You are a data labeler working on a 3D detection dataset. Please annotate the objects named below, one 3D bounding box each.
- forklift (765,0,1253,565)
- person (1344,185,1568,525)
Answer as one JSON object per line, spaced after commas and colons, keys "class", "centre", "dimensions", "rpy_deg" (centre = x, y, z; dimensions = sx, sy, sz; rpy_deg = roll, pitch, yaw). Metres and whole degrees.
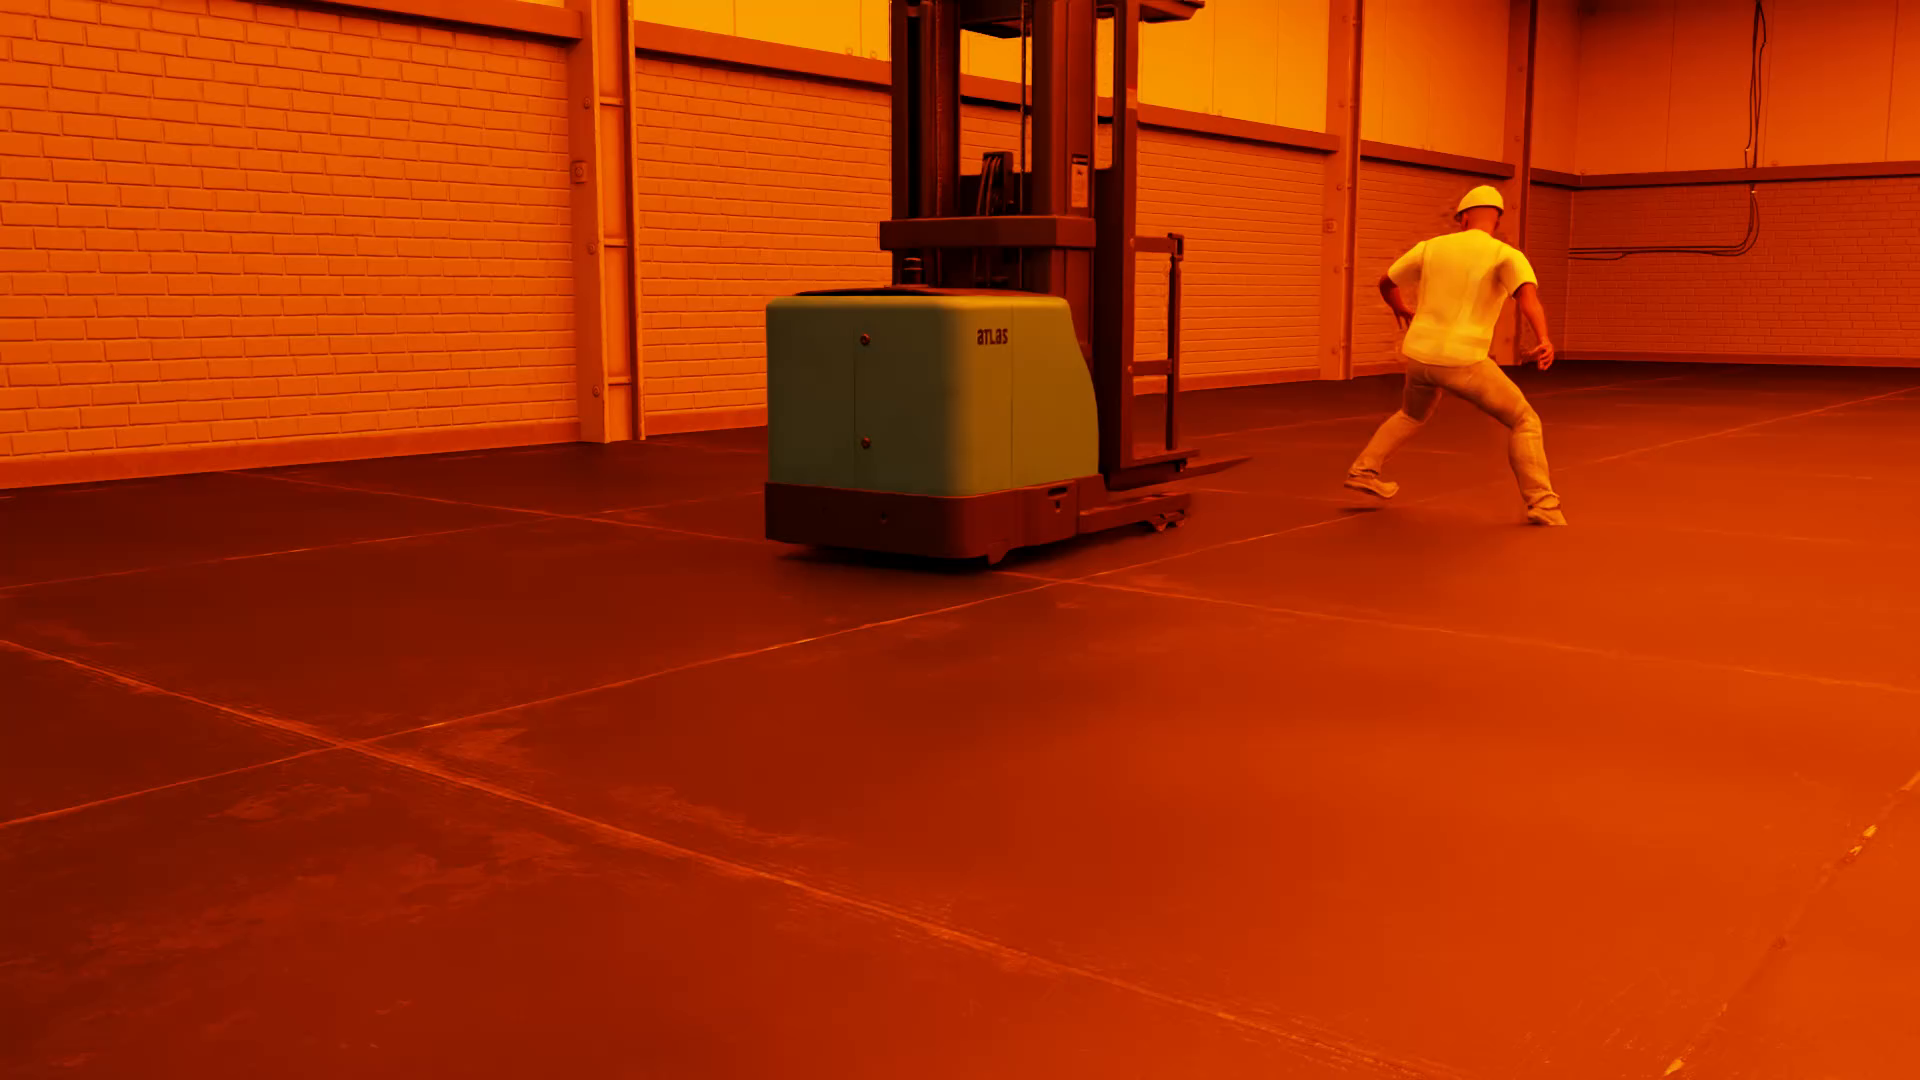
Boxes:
{"class": "forklift", "centre": [0.436, -1.523, 7.691], "dimensions": [1.130, 2.935, 3.031], "rpy_deg": [6, 10, 34]}
{"class": "person", "centre": [2.475, -0.858, 8.067], "dimensions": [0.556, 1.707, 1.194], "rpy_deg": [-6, 10, -34]}
